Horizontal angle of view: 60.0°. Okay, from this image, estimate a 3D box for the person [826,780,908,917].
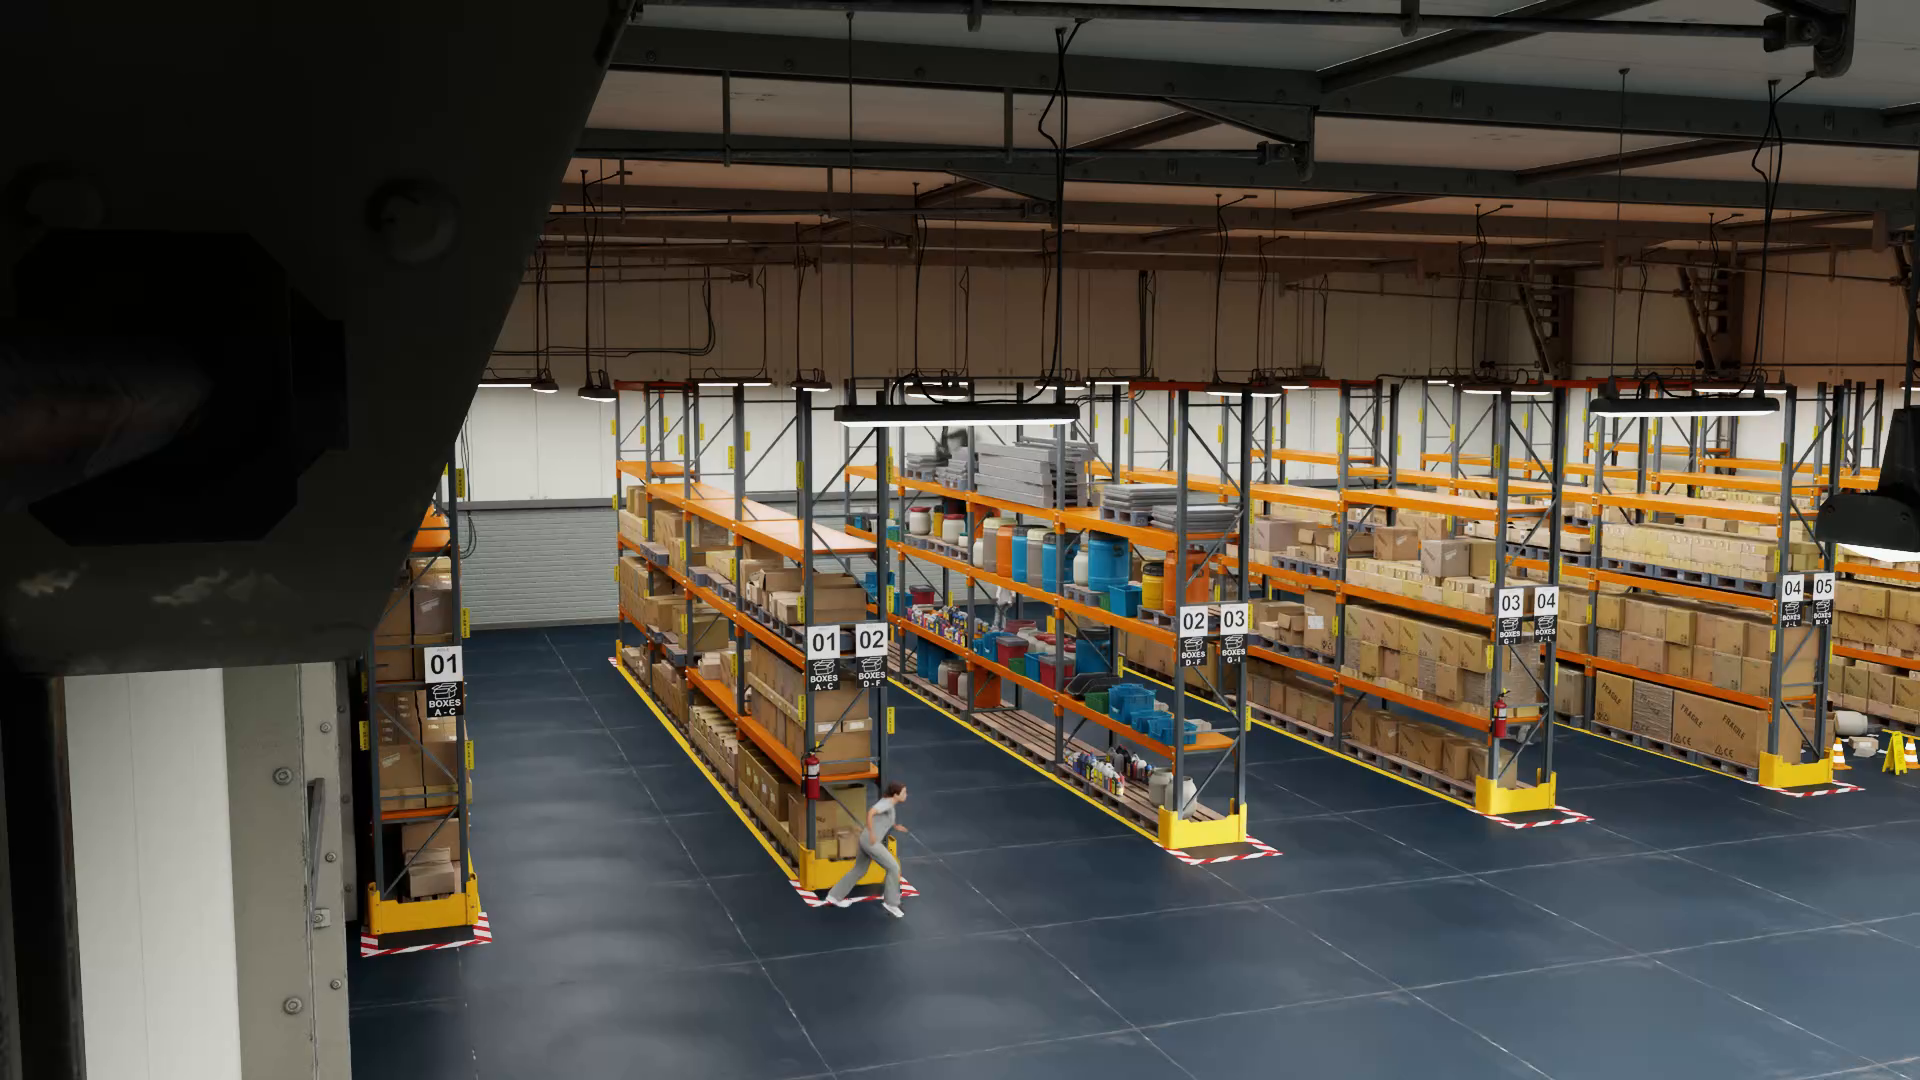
[{"bbox_3d":[-1.075,3.556,19.066,0.949,1.626,0.610,0,6,2],"label":"person"}]

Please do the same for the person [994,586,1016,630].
[{"bbox_3d":[0.999,1.464,38.811,0.576,1.603,0.372,-3,7,-23],"label":"person"}]

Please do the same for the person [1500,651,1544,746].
[{"bbox_3d":[9.420,2.581,27.707,0.811,1.735,0.697,2,6,21],"label":"person"}]
